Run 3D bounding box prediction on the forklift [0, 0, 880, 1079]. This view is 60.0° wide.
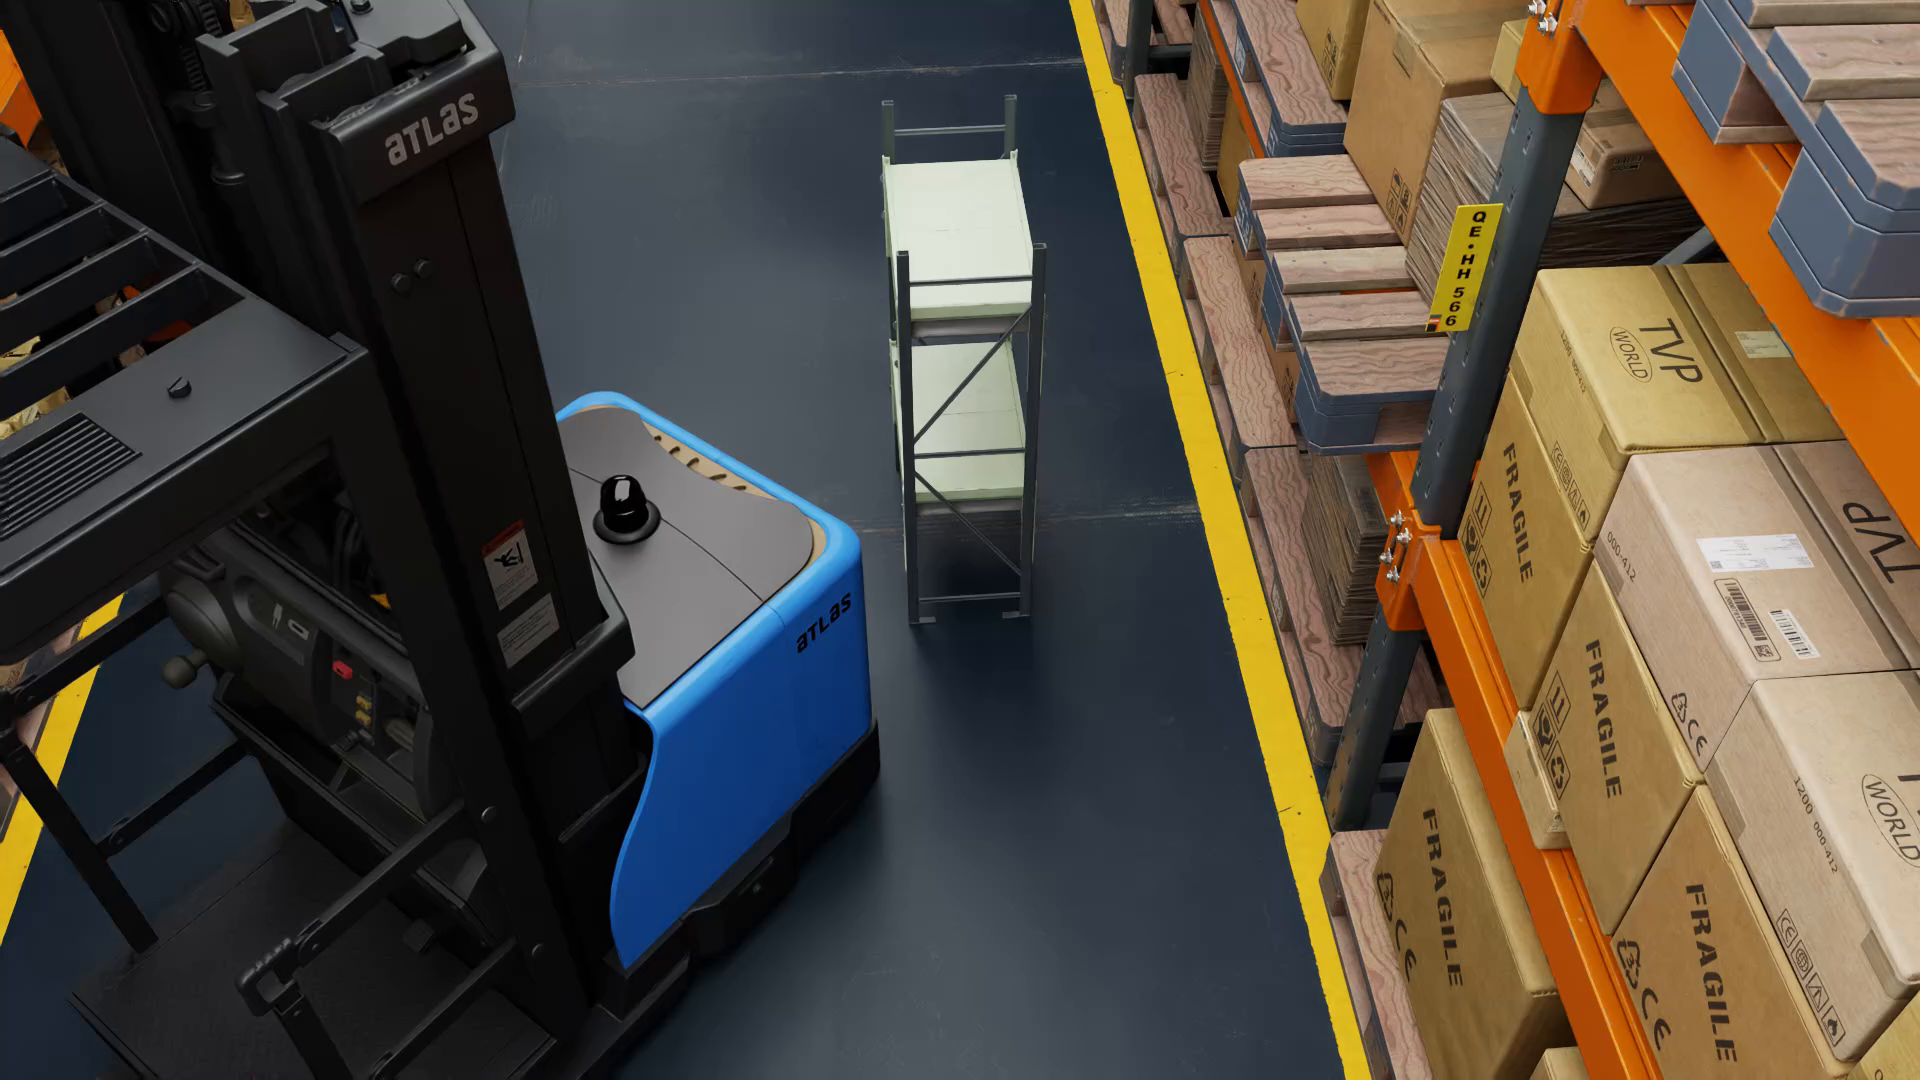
[{"bbox_3d":[-1.540,0.344,3.405,1.130,2.935,3.031,29,53,25],"label":"forklift"}]

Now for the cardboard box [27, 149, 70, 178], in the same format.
[{"bbox_3d":[-3.267,-1.202,6.041,0.500,0.311,0.500,-4,47,-3],"label":"cardboard box"}]

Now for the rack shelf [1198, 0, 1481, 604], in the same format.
[{"bbox_3d":[1.427,-1.433,5.536,1.077,0.370,4.000,-3,47,-3],"label":"rack shelf"}]

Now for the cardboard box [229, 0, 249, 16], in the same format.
[{"bbox_3d":[-3.403,-2.635,7.267,0.500,0.500,0.500,-3,47,-3],"label":"cardboard box"}]

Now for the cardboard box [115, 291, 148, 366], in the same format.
[{"bbox_3d":[-3.227,-0.635,5.890,0.500,0.250,0.500,-3,47,-2],"label":"cardboard box"}]

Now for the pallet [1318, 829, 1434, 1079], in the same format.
[{"bbox_3d":[1.586,1.301,4.373,1.003,0.211,1.213,-3,47,-3],"label":"pallet"}]

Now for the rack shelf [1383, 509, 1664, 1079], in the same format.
[{"bbox_3d":[1.762,1.461,2.795,1.077,0.370,4.000,-3,47,-3],"label":"rack shelf"}]

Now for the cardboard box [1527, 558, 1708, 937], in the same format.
[{"bbox_3d":[1.415,0.370,3.046,0.500,0.500,0.500,-2,47,-2],"label":"cardboard box"}]

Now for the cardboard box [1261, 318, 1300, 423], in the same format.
[{"bbox_3d":[1.485,-0.780,5.841,0.700,0.500,0.500,-4,47,-4],"label":"cardboard box"}]

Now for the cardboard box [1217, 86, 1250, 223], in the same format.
[{"bbox_3d":[1.431,-1.516,6.539,0.700,0.500,0.500,-4,47,-4],"label":"cardboard box"}]

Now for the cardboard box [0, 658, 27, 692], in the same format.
[{"bbox_3d":[-3.092,0.475,4.839,0.500,0.250,0.500,-4,47,-3],"label":"cardboard box"}]

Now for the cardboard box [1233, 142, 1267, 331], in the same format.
[{"bbox_3d":[1.434,-1.145,6.187,0.700,0.500,0.500,-3,47,-3],"label":"cardboard box"}]

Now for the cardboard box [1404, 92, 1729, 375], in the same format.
[{"bbox_3d":[1.545,-0.758,4.030,0.700,0.500,0.500,-8,47,-8],"label":"cardboard box"}]

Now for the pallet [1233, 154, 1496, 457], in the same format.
[{"bbox_3d":[1.429,-0.676,4.457,1.213,0.211,1.003,-3,47,-3],"label":"pallet"}]

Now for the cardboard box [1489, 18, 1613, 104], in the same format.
[{"bbox_3d":[1.494,-1.121,3.927,0.380,0.149,0.250,-11,47,-10],"label":"cardboard box"}]

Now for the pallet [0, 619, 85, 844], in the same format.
[{"bbox_3d":[-3.371,0.432,5.196,1.003,0.211,1.213,-3,47,-3],"label":"pallet"}]

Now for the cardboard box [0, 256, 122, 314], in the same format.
[{"bbox_3d":[-3.229,-0.838,5.696,0.500,0.311,0.500,-4,47,-4],"label":"cardboard box"}]

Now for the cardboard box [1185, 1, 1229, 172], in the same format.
[{"bbox_3d":[1.338,-1.887,6.890,0.700,0.500,0.500,-2,47,-2],"label":"cardboard box"}]

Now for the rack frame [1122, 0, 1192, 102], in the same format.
[{"bbox_3d":[1.260,-3.127,6.646,1.000,3.000,0.127,-3,47,-3],"label":"rack frame"}]

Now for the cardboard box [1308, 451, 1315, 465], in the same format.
[{"bbox_3d":[1.555,-0.422,5.503,0.700,0.500,0.500,-4,47,-3],"label":"cardboard box"}]

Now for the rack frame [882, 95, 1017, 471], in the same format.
[{"bbox_3d":[-0.031,-0.785,5.461,0.400,1.500,0.023,-3,47,-3],"label":"rack frame"}]

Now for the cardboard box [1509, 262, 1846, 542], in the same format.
[{"bbox_3d":[1.378,-0.269,3.135,0.500,0.250,0.500,-2,47,-2],"label":"cardboard box"}]

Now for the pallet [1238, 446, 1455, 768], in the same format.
[{"bbox_3d":[1.531,0.160,5.453,1.003,0.211,1.213,-3,47,-3],"label":"pallet"}]

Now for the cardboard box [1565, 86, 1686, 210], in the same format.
[{"bbox_3d":[1.536,-0.889,3.708,0.380,0.149,0.250,-9,47,-8],"label":"cardboard box"}]

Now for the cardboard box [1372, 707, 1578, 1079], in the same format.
[{"bbox_3d":[1.526,0.902,4.021,0.750,0.750,0.750,-4,47,-4],"label":"cardboard box"}]

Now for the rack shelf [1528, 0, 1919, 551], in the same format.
[{"bbox_3d":[1.762,0.430,1.706,1.077,0.370,4.000,-3,47,-3],"label":"rack shelf"}]

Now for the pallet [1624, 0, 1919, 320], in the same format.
[{"bbox_3d":[1.702,-0.737,2.446,1.213,0.211,1.003,-2,47,-1],"label":"pallet"}]

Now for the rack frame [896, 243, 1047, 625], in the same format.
[{"bbox_3d":[0.030,-0.256,4.959,0.400,1.500,0.023,-3,47,-3],"label":"rack frame"}]

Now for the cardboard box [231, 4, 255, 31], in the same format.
[{"bbox_3d":[-3.413,-2.376,7.539,0.500,0.250,0.500,-3,47,-3],"label":"cardboard box"}]

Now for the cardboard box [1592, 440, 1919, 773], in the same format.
[{"bbox_3d":[1.422,0.099,2.787,0.500,0.250,0.500,-4,47,-4],"label":"cardboard box"}]

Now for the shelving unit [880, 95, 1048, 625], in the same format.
[{"bbox_3d":[-0.001,-0.521,5.210,0.431,1.500,0.755,-3,47,-3],"label":"shelving unit"}]

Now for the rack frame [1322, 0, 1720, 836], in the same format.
[{"bbox_3d":[1.595,-0.233,3.905,1.000,3.000,0.127,-3,47,-3],"label":"rack frame"}]

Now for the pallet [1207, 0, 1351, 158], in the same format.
[{"bbox_3d":[1.388,-1.597,5.328,1.003,0.211,1.213,-3,47,-3],"label":"pallet"}]

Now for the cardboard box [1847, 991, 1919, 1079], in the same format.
[{"bbox_3d":[1.516,0.829,2.095,0.500,0.250,0.500,-4,47,-4],"label":"cardboard box"}]

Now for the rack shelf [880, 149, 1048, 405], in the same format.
[{"bbox_3d":[-0.001,-0.789,4.927,0.431,0.370,0.720,-3,47,-3],"label":"rack shelf"}]

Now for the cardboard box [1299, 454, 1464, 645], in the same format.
[{"bbox_3d":[1.482,-0.042,5.143,0.700,0.500,0.500,-3,47,-3],"label":"cardboard box"}]

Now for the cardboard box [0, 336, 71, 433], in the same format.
[{"bbox_3d":[-3.185,-0.466,5.344,0.500,0.311,0.500,-5,47,-4],"label":"cardboard box"}]

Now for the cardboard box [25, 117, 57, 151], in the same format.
[{"bbox_3d":[-3.307,-1.563,6.383,0.500,0.311,0.500,-2,47,-2],"label":"cardboard box"}]

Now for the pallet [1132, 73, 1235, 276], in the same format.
[{"bbox_3d":[1.327,-1.605,7.125,1.003,0.211,1.213,-3,47,-3],"label":"pallet"}]

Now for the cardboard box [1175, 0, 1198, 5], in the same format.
[{"bbox_3d":[1.185,-2.689,7.879,0.380,0.166,0.250,-9,47,-8],"label":"cardboard box"}]

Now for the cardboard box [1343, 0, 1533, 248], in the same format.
[{"bbox_3d":[1.472,-1.161,4.412,0.700,0.500,0.500,-7,47,-7],"label":"cardboard box"}]

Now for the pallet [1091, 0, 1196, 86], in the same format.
[{"bbox_3d":[1.168,-2.652,8.116,1.003,0.211,1.213,-3,47,-3],"label":"pallet"}]

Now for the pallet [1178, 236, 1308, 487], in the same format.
[{"bbox_3d":[1.432,-0.720,6.287,1.003,0.211,1.213,-3,47,-3],"label":"pallet"}]

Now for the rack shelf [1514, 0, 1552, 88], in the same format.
[{"bbox_3d":[1.427,-2.464,4.447,1.077,0.370,4.000,-3,47,-3],"label":"rack shelf"}]

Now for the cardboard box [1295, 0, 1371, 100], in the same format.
[{"bbox_3d":[1.419,-1.658,4.883,0.700,0.500,0.500,-3,47,-3],"label":"cardboard box"}]

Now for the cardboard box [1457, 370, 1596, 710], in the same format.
[{"bbox_3d":[1.380,-0.010,3.406,0.500,0.500,0.500,-2,47,-2],"label":"cardboard box"}]

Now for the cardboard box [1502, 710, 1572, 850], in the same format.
[{"bbox_3d":[1.342,0.479,3.390,0.380,0.149,0.250,-2,47,-2],"label":"cardboard box"}]

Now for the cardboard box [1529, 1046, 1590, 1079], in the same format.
[{"bbox_3d":[1.593,1.536,3.421,0.750,0.750,0.750,-4,47,-3],"label":"cardboard box"}]

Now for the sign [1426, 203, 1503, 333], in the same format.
[{"bbox_3d":[1.055,-0.564,3.475,0.100,0.325,0.005,-3,47,-3],"label":"sign"}]

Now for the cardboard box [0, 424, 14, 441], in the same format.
[{"bbox_3d":[-3.145,-0.097,4.994,0.500,0.311,0.500,-5,47,-4],"label":"cardboard box"}]

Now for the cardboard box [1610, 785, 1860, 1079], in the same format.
[{"bbox_3d":[1.455,0.729,2.706,0.500,0.500,0.500,-4,47,-3],"label":"cardboard box"}]

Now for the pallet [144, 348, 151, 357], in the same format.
[{"bbox_3d":[-3.470,-0.449,6.030,1.003,0.211,1.213,-3,47,-3],"label":"pallet"}]

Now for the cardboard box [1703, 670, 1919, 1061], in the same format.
[{"bbox_3d":[1.467,0.460,2.444,0.500,0.250,0.500,-3,47,-3],"label":"cardboard box"}]

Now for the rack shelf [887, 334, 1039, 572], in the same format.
[{"bbox_3d":[-0.001,-0.296,5.447,0.431,0.370,0.720,-3,47,-3],"label":"rack shelf"}]
